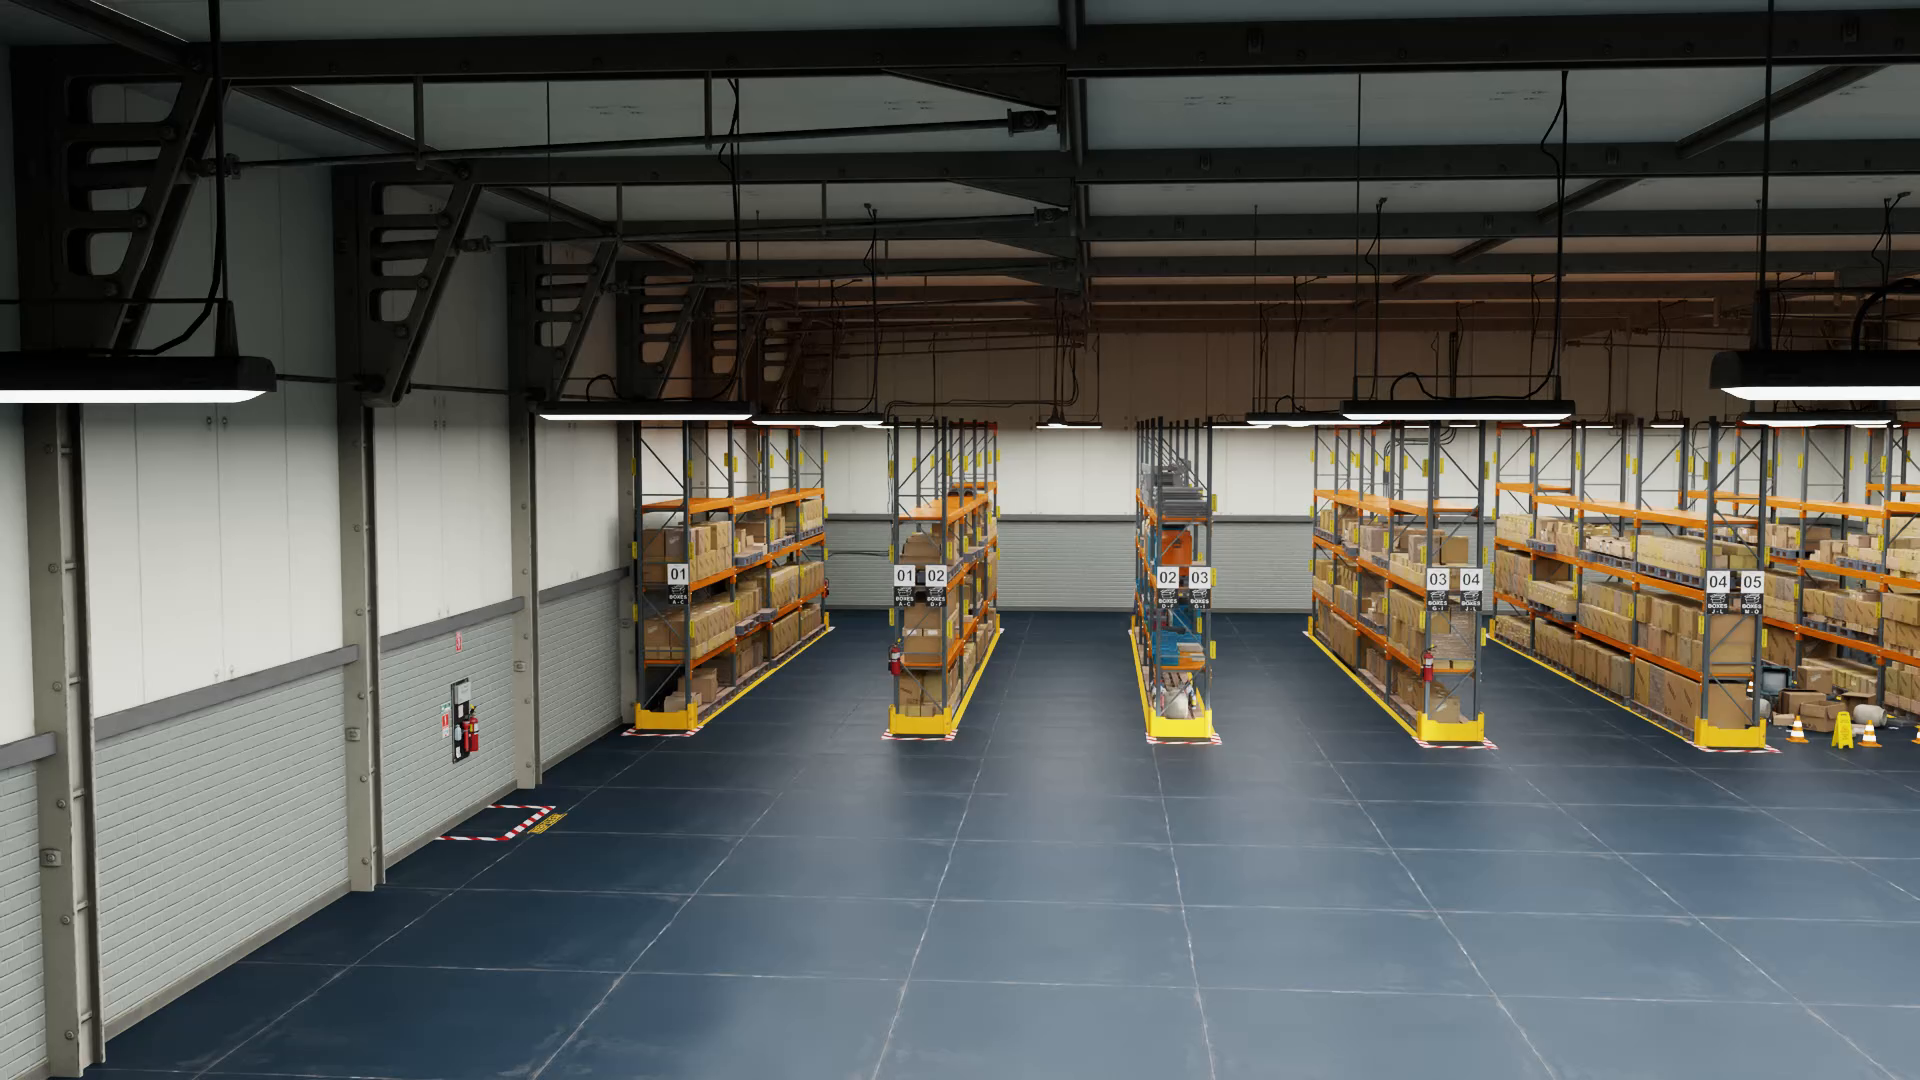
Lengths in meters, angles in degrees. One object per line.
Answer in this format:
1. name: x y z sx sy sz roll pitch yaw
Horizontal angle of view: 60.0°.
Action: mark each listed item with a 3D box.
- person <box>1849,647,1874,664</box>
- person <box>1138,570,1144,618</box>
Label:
1. person: 22.137 2.198 40.955 0.621 1.733 0.653 -3 5 -38
2. person: 5.457 1.690 49.560 0.490 1.601 1.035 1 4 16
